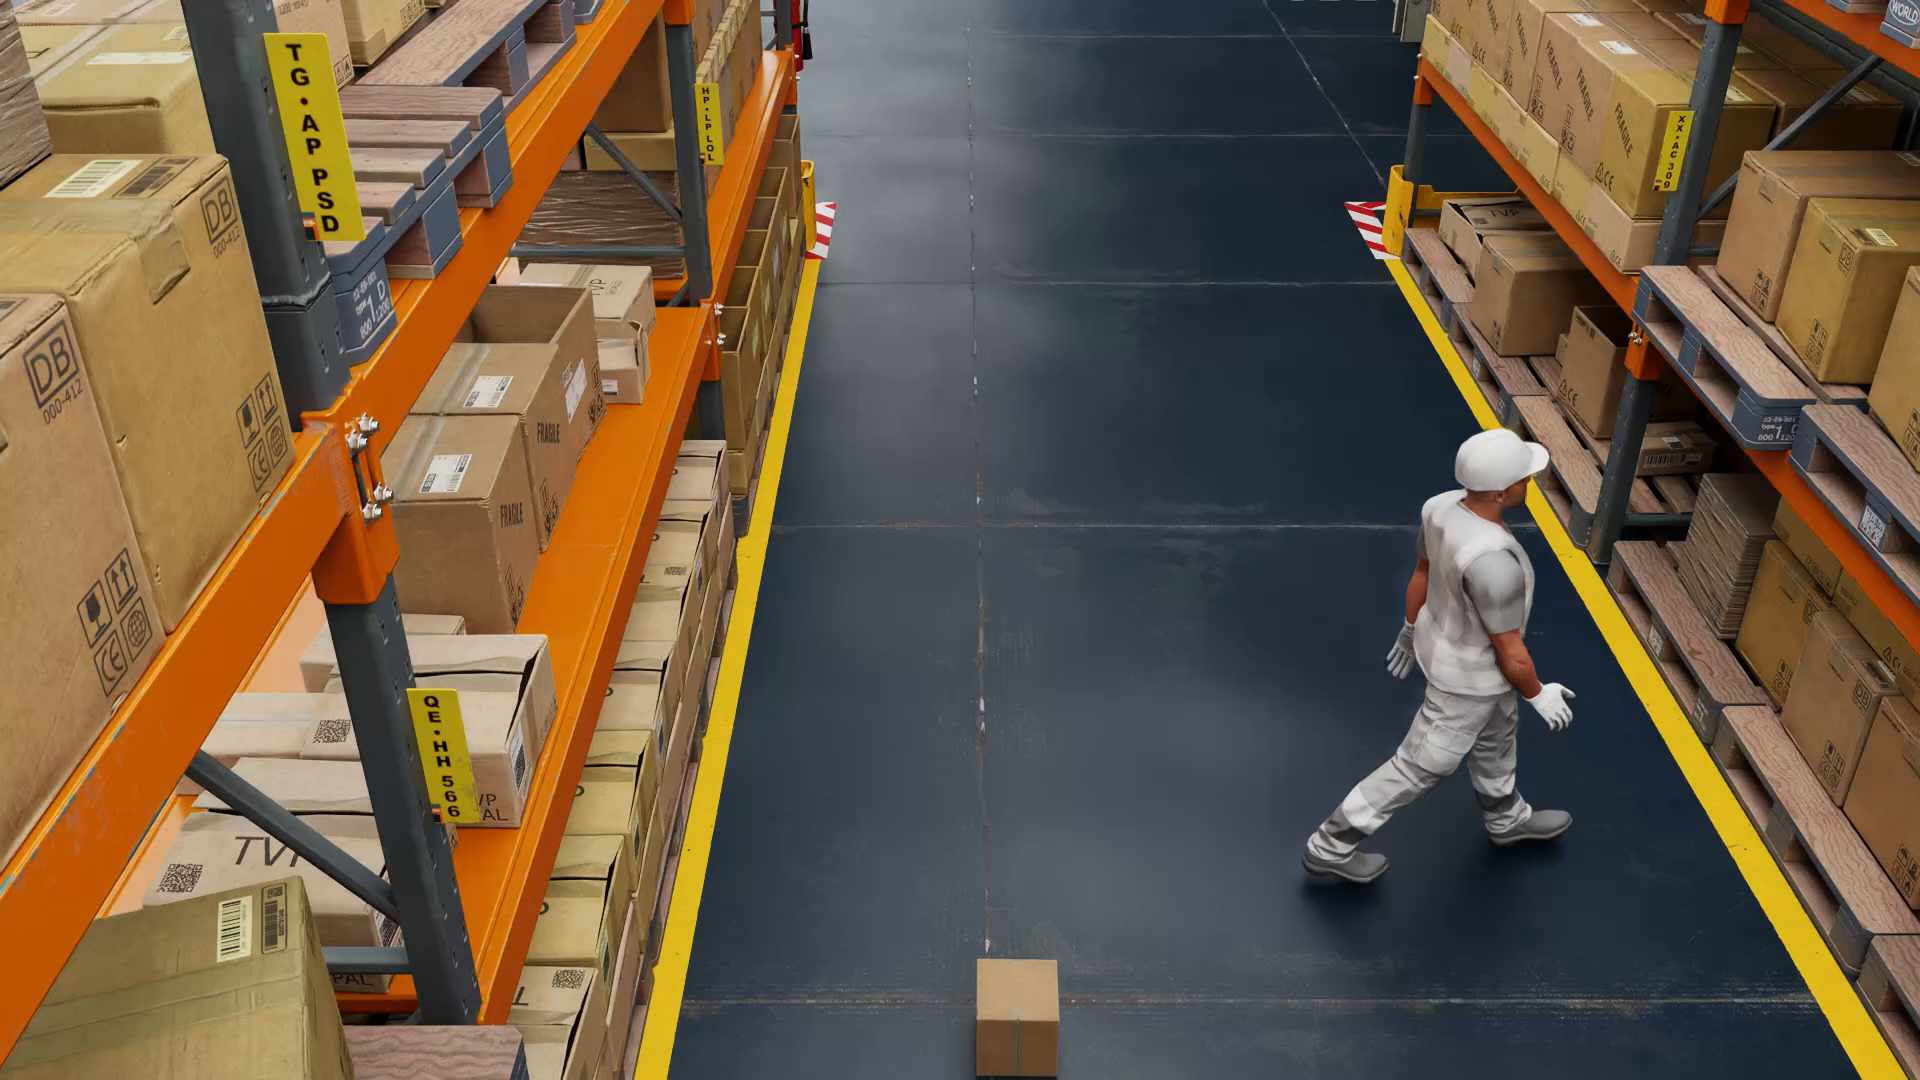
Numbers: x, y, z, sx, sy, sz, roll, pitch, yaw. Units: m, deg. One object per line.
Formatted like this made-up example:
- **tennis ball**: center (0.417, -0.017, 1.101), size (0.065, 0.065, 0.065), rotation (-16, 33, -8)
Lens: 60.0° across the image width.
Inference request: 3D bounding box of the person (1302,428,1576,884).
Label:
- **person**: center (1.698, 0.410, 5.442), size (1.009, 1.748, 0.544), rotation (0, 31, 0)
